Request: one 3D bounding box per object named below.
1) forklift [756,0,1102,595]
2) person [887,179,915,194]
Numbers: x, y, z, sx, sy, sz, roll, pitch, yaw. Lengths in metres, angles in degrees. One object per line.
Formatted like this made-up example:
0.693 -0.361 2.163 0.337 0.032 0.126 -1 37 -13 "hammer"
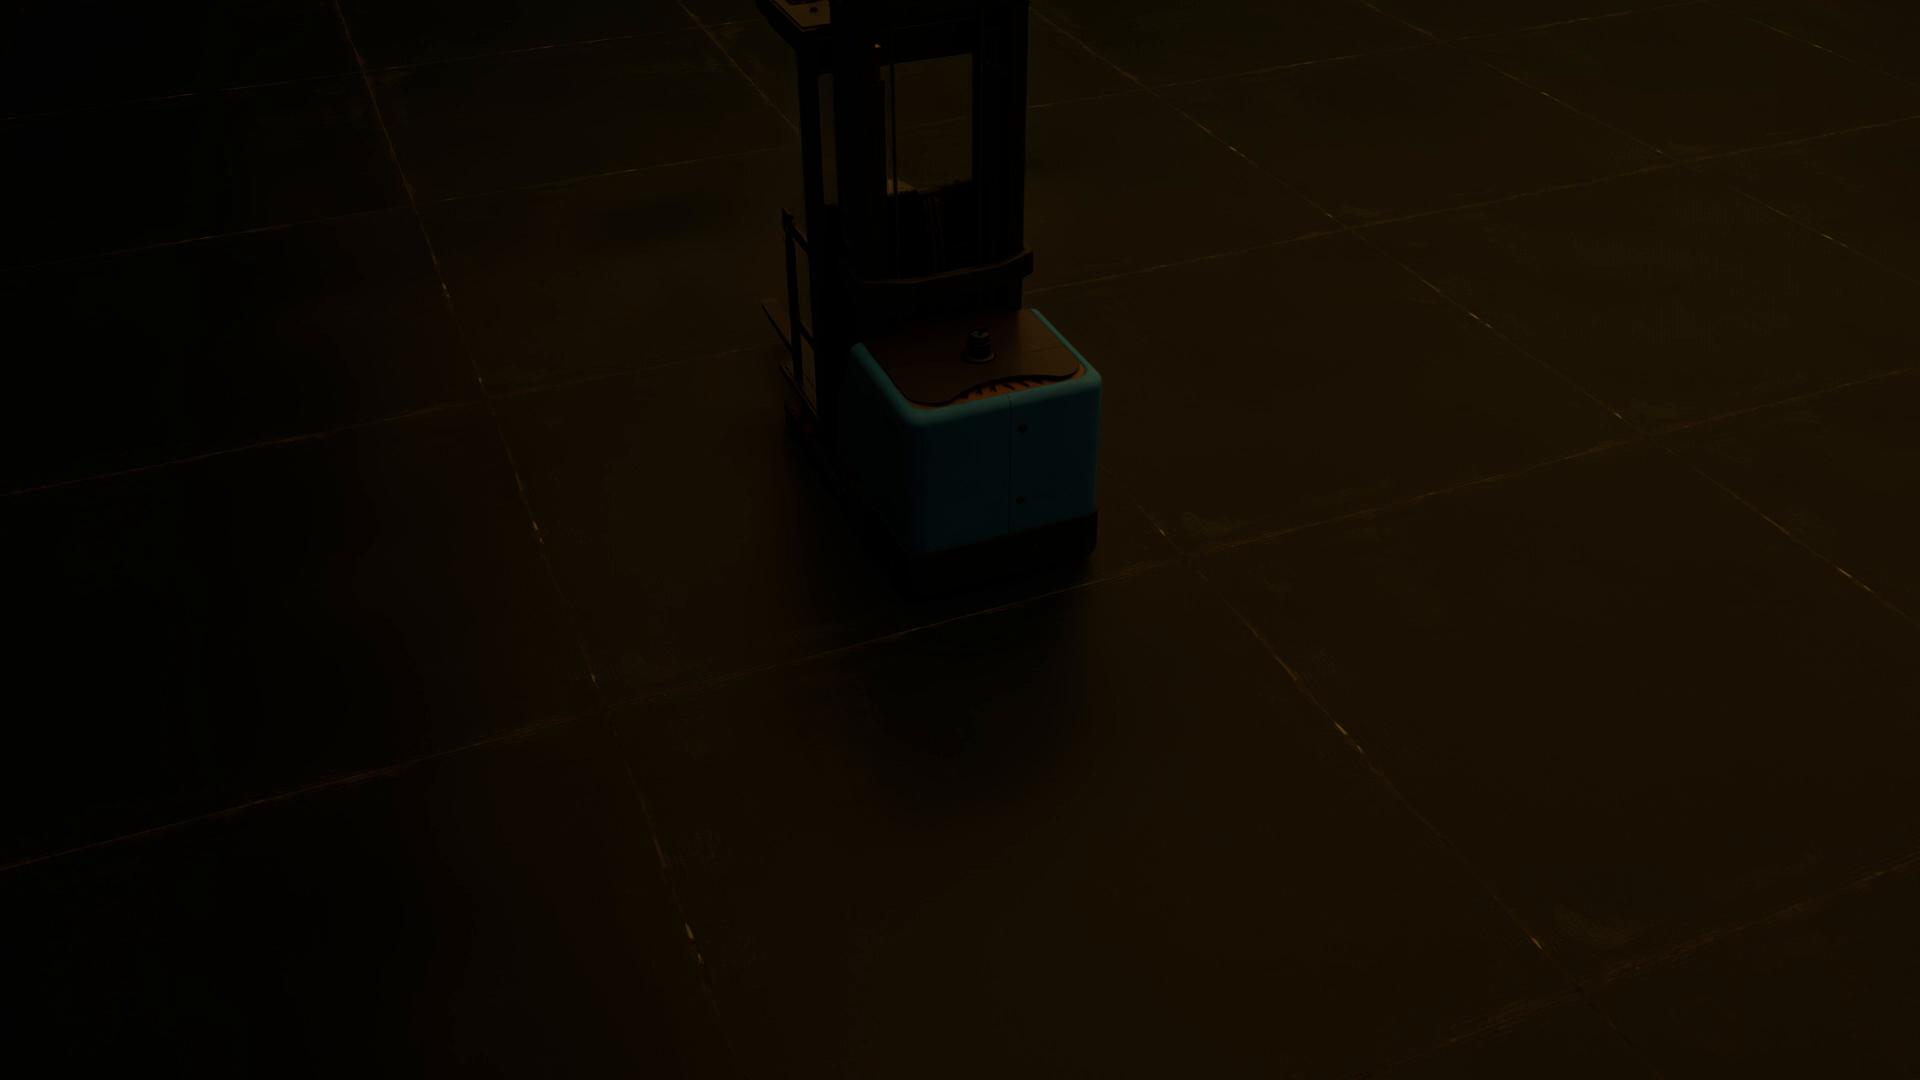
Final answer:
-0.342 -1.774 8.593 1.130 2.935 3.031 -14 38 -18 "forklift"
-0.386 -1.383 9.222 0.833 1.397 0.732 8 36 11 "person"
